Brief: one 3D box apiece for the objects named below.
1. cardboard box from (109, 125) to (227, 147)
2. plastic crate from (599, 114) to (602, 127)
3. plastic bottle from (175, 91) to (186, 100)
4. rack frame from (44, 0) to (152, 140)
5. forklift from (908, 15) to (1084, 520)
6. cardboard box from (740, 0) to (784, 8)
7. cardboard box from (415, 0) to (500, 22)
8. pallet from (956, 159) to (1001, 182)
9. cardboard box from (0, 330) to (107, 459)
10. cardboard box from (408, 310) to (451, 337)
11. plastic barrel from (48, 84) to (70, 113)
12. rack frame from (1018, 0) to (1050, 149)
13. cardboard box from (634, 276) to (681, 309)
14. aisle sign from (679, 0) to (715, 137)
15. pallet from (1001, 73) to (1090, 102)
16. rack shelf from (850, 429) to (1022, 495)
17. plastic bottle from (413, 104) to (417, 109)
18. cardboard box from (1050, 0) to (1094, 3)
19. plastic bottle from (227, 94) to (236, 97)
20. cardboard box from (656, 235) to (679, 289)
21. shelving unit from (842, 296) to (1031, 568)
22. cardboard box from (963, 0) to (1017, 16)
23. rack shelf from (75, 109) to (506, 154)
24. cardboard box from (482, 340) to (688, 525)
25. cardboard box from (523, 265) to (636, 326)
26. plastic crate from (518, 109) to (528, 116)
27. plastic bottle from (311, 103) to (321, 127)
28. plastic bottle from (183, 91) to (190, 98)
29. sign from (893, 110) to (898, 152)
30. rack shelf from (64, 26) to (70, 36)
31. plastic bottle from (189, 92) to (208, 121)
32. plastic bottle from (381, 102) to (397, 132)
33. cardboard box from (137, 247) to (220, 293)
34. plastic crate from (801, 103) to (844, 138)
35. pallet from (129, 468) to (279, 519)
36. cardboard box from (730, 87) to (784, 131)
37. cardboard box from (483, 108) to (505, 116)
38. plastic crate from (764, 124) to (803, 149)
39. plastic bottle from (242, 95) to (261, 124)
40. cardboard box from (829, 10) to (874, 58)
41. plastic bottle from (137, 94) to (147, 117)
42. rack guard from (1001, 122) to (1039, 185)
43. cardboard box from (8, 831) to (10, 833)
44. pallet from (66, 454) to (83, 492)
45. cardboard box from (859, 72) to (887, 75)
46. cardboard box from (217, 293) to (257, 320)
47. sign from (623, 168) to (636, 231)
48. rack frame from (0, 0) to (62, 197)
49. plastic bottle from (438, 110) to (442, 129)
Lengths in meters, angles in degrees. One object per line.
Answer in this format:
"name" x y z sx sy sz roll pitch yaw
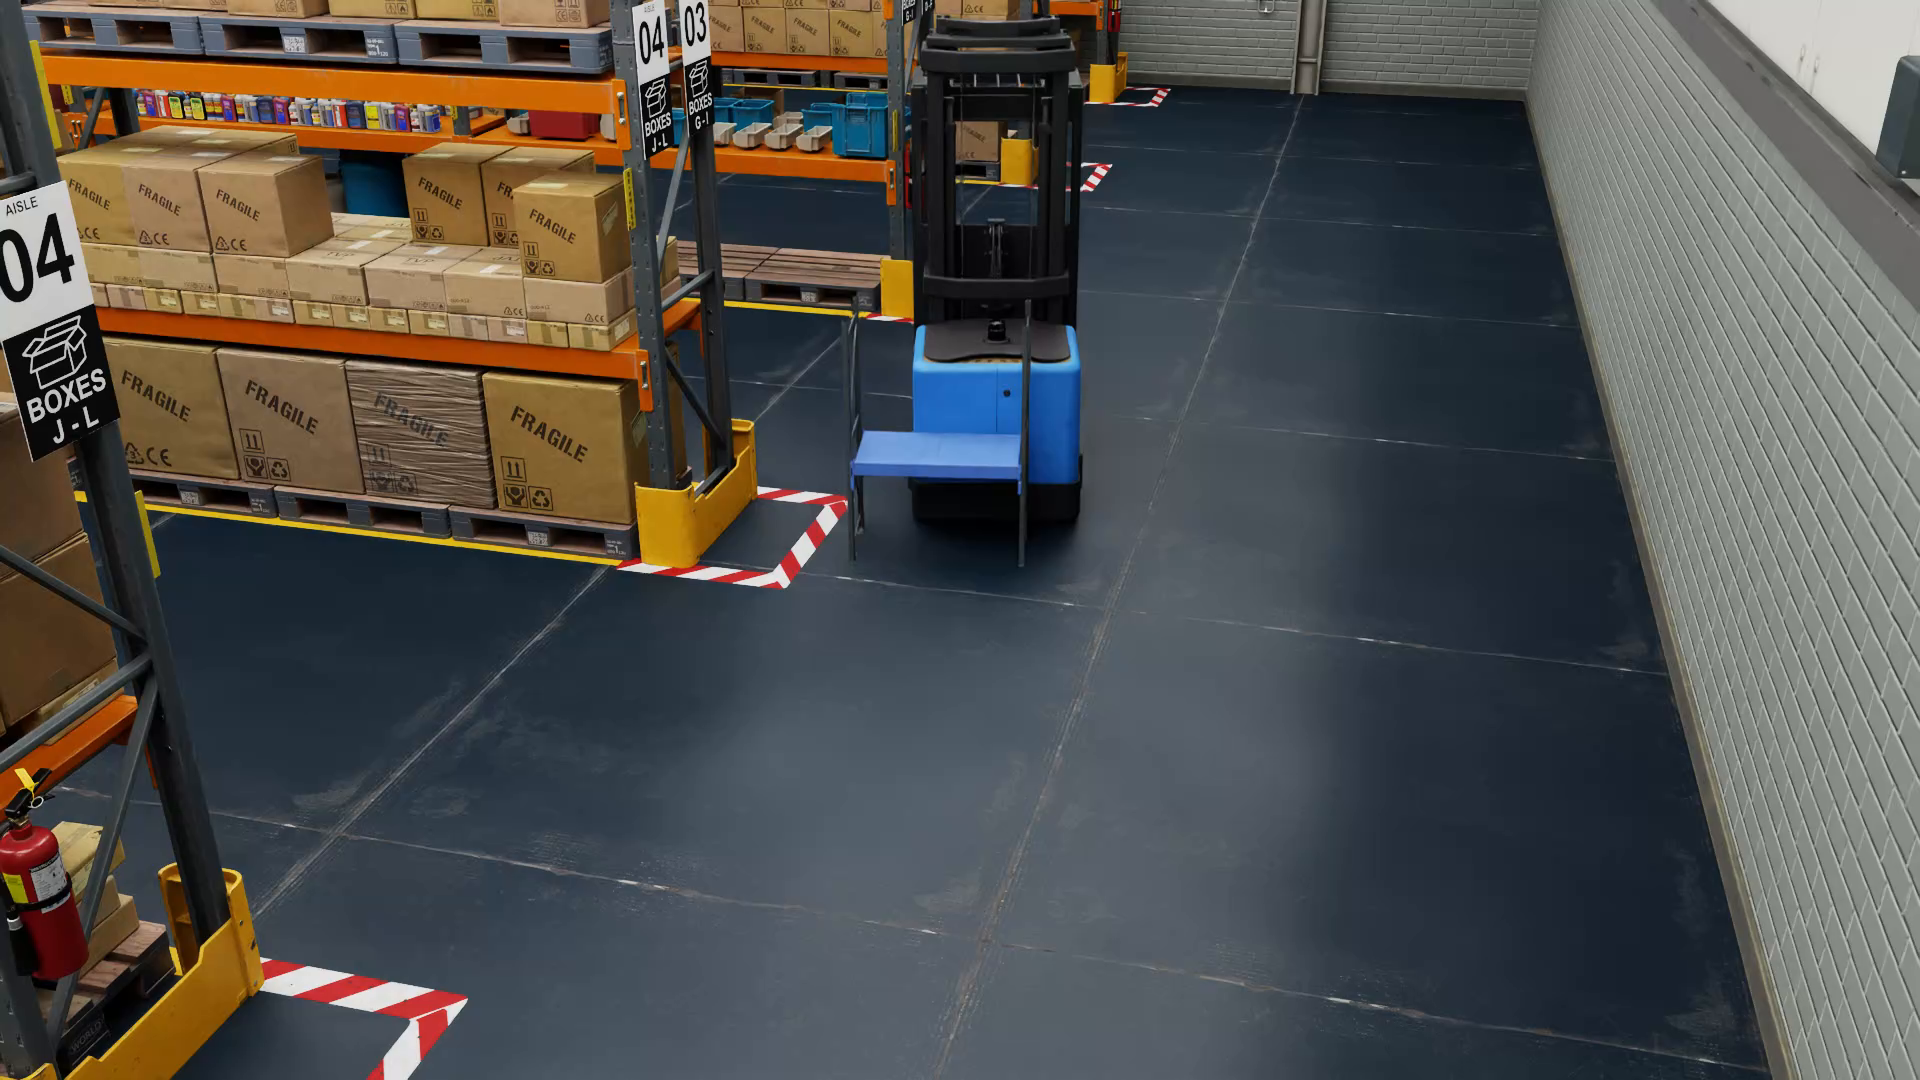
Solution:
"cardboard box" -5.003 -2.338 10.627 0.500 0.500 0.500 7 26 14
"plastic crate" -3.130 -3.827 15.050 0.590 0.125 0.437 6 26 13
"plastic bottle" -7.248 -4.074 15.467 0.097 0.271 0.097 0 25 0
"rack frame" -8.155 -4.361 15.920 0.127 3.000 1.000 6 26 13
"forklift" 0.234 -2.036 11.117 1.130 2.935 3.031 0 25 0
"cardboard box" -2.158 -6.268 18.647 0.500 0.500 0.500 5 26 11
"cardboard box" -2.672 -3.220 9.314 0.500 0.500 0.700 5 26 11
"pallet" -0.016 -4.400 19.246 1.213 0.211 1.003 6 26 13
"cardboard box" -6.139 -1.161 11.182 0.875 0.875 1.225 6 26 13
"cardboard box" -3.057 -1.339 9.864 0.250 0.149 0.380 6 26 12
"plastic barrel" -8.680 -4.346 15.730 0.708 0.536 0.600 6 26 13
"rack frame" 0.830 -5.566 18.451 0.127 3.000 1.000 6 26 13
"cardboard box" -1.902 -1.504 10.212 0.250 0.149 0.380 7 26 14
"aisle sign" -1.496 -2.733 9.477 0.004 0.787 0.394 6 26 13
"pallet" 1.267 -6.423 23.495 1.213 0.211 1.003 6 26 13
"rack shelf" -0.124 -0.471 9.913 1.000 0.185 0.538 2 26 3
"plastic bottle" -5.094 -4.145 15.617 0.097 0.271 0.097 0 25 0
"cardboard box" 1.564 -7.814 22.825 0.700 0.700 0.980 8 26 15
"plastic bottle" -7.043 -4.329 16.085 0.097 0.201 0.097 0 25 0
"cardboard box" -2.038 -1.673 10.102 0.500 0.250 0.500 6 26 12
"shelving unit" -0.124 -0.633 9.836 1.048 1.500 0.538 2 26 3
"cardboard box" 0.331 -5.996 18.075 0.500 0.500 0.500 6 26 13
"rack shelf" -6.218 -3.822 15.625 4.000 0.370 1.077 6 26 13
"cardboard box" -2.280 -0.708 10.230 0.875 0.875 0.875 6 26 13
"cardboard box" -2.176 -1.450 9.635 0.500 0.250 0.500 6 26 12
"plastic crate" -3.744 -4.044 15.204 0.575 0.384 0.392 6 26 13
"plastic bottle" -5.835 -3.859 15.097 0.097 0.201 0.097 0 25 0
"plastic bottle" -7.550 -4.385 16.203 0.097 0.201 0.097 0 25 0
"sign" -0.528 -3.347 13.601 0.005 0.325 0.100 6 26 13
"rack shelf" -7.451 -3.114 10.649 4.000 0.370 1.077 6 26 13
"plastic bottle" -7.026 -4.019 15.339 0.133 0.283 0.061 6 26 13
"plastic bottle" -5.097 -3.823 14.935 0.135 0.276 0.152 6 26 13
"cardboard box" -4.644 -1.722 10.207 0.500 0.250 0.500 6 26 13
"plastic crate" -1.202 -3.690 14.635 0.300 0.233 0.416 6 26 13
"pallet" -4.797 -0.497 11.049 1.213 0.211 1.003 6 26 13
"cardboard box" -2.421 -5.121 19.914 0.500 0.500 0.500 6 26 13
"cardboard box" -5.555 -5.215 20.111 0.500 0.500 0.500 6 26 12
"plastic crate" -1.519 -3.461 14.267 0.243 0.136 0.396 6 26 13
"plastic bottle" -6.473 -3.975 15.255 0.135 0.276 0.152 6 26 13
"cardboard box" -1.144 -5.709 18.637 0.500 0.500 0.500 6 26 12
"plastic bottle" -7.617 -4.056 15.511 0.097 0.201 0.097 0 25 0
"rack guard" 0.757 -4.445 19.006 0.348 0.500 1.175 6 26 13
"cardboard box" -3.906 1.184 6.410 0.250 0.149 0.380 6 26 13
"pallet" -6.281 -0.663 11.396 1.213 0.211 1.003 6 26 13
"cardboard box" -1.115 -6.995 23.873 0.500 0.500 0.700 7 26 14
"cardboard box" -4.298 -1.476 10.153 0.250 0.149 0.380 6 26 12
"sign" -1.789 -1.847 9.018 0.005 0.325 0.100 6 26 13
"rack frame" -2.974 -2.097 4.186 0.127 3.000 1.000 6 26 13
"plastic bottle" -4.730 -3.804 14.982 0.097 0.201 0.097 0 25 0
